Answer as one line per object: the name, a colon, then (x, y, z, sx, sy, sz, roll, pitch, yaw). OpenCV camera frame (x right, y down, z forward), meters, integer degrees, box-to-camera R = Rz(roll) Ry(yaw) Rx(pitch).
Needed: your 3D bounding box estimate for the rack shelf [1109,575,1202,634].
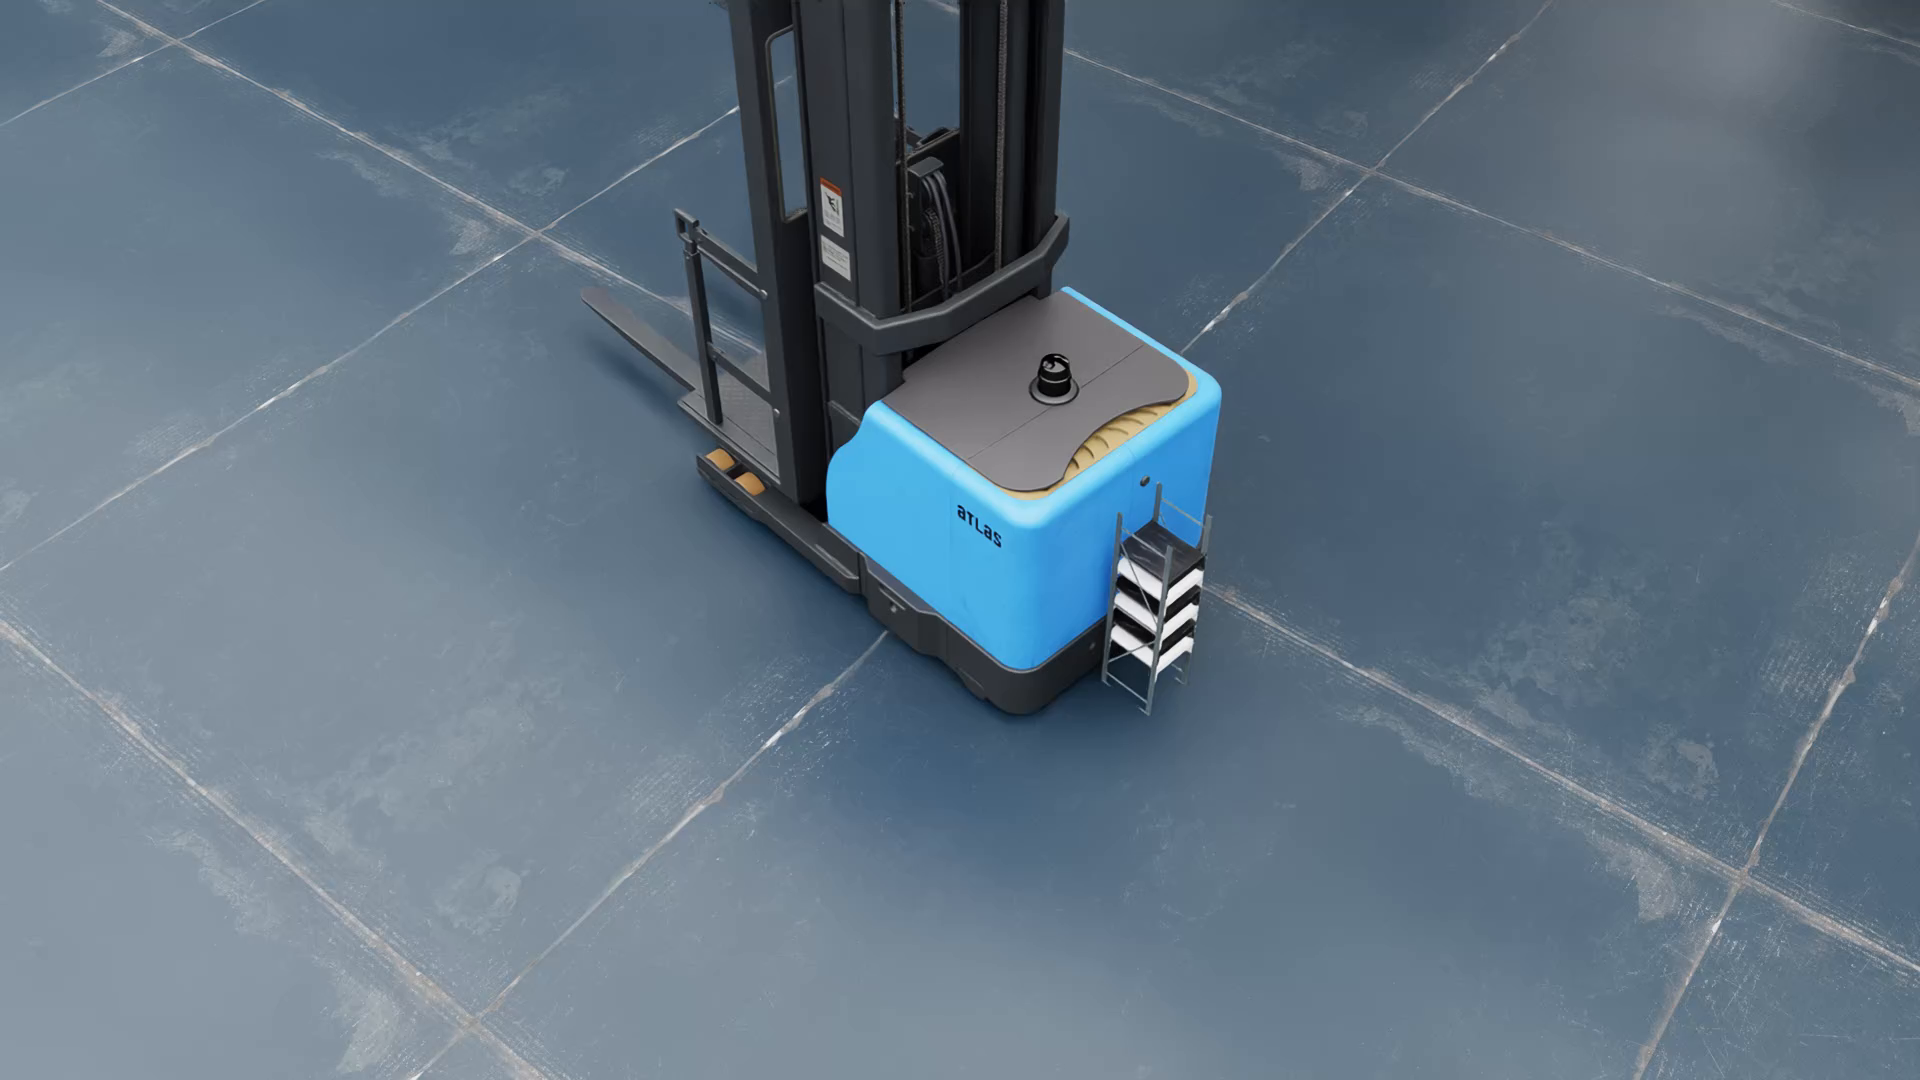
rack shelf: (0.688, 0.186, 5.871, 0.200, 0.077, 0.258, -35, 56, -29)

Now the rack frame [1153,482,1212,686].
rack frame: (0.761, 0.174, 5.962, 0.006, 0.900, 0.240, -35, 56, -29)

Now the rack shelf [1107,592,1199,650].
rack shelf: (0.688, 0.248, 5.937, 0.200, 0.077, 0.258, -35, 56, -29)

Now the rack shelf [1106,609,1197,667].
rack shelf: (0.688, 0.310, 6.002, 0.200, 0.077, 0.258, -35, 56, -29)

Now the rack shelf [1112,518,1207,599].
rack shelf: (0.688, 0.062, 5.741, 0.200, 0.077, 0.258, -35, 56, -29)

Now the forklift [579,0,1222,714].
forklift: (-0.444, -1.353, 6.015, 1.130, 2.935, 3.031, -34, 55, -28)

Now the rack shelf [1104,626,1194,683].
rack shelf: (0.688, 0.373, 6.067, 0.200, 0.077, 0.258, -35, 56, -29)

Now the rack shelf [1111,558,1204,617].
rack shelf: (0.688, 0.124, 5.806, 0.200, 0.077, 0.258, -35, 56, -29)

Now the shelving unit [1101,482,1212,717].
shelving unit: (0.688, 0.225, 5.912, 0.210, 0.900, 0.258, -35, 56, -29)

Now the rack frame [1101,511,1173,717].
rack frame: (0.616, 0.277, 5.863, 0.006, 0.900, 0.240, -35, 56, -29)
